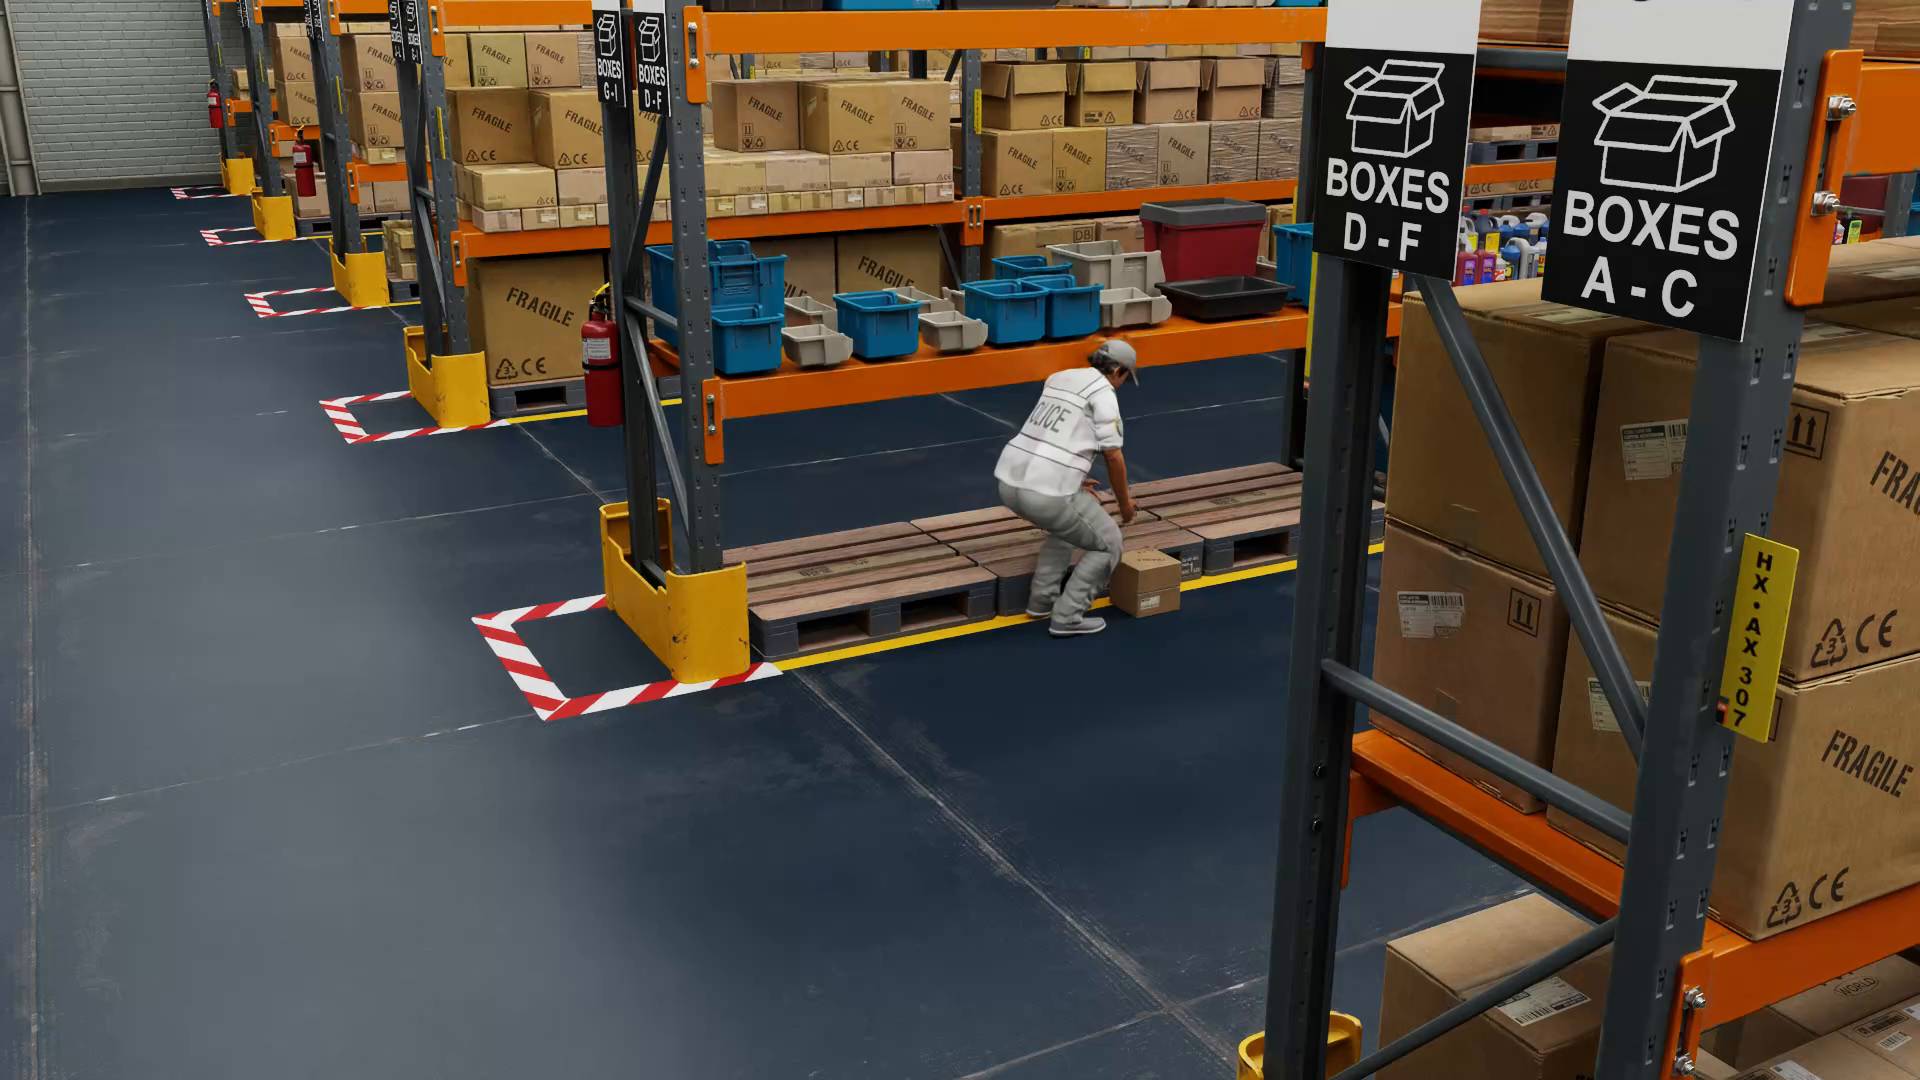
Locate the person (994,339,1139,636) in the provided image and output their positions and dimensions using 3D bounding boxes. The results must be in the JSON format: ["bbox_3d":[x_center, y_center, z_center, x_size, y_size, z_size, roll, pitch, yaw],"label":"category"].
[{"bbox_3d":[0.545,-0.260,7.839,0.679,1.351,0.535,-10,21,-27],"label":"person"}]
